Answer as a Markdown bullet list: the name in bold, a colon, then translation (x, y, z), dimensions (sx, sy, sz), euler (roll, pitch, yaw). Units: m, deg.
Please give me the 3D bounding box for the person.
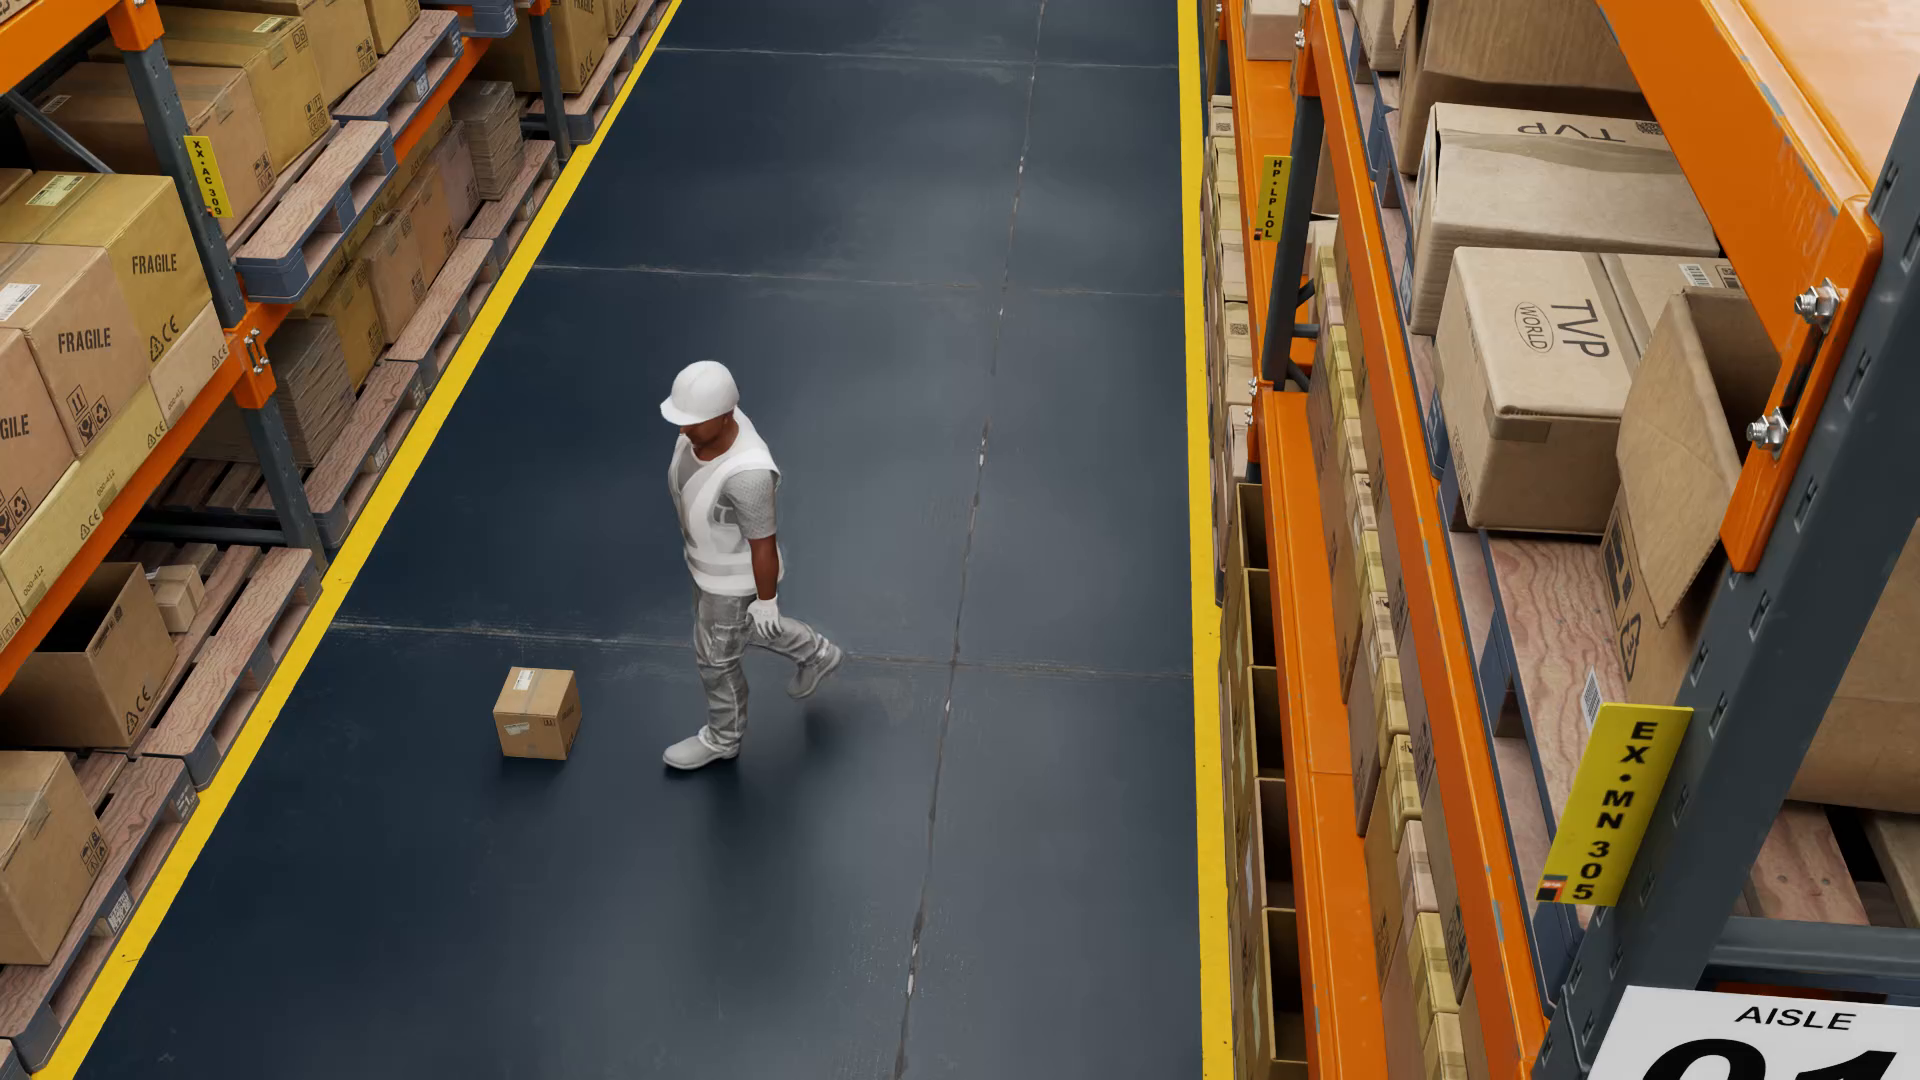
- **person**: translation (-0.809, 0.073, 6.039), dimensions (0.779, 1.775, 0.592), euler (-14, 42, -16)
